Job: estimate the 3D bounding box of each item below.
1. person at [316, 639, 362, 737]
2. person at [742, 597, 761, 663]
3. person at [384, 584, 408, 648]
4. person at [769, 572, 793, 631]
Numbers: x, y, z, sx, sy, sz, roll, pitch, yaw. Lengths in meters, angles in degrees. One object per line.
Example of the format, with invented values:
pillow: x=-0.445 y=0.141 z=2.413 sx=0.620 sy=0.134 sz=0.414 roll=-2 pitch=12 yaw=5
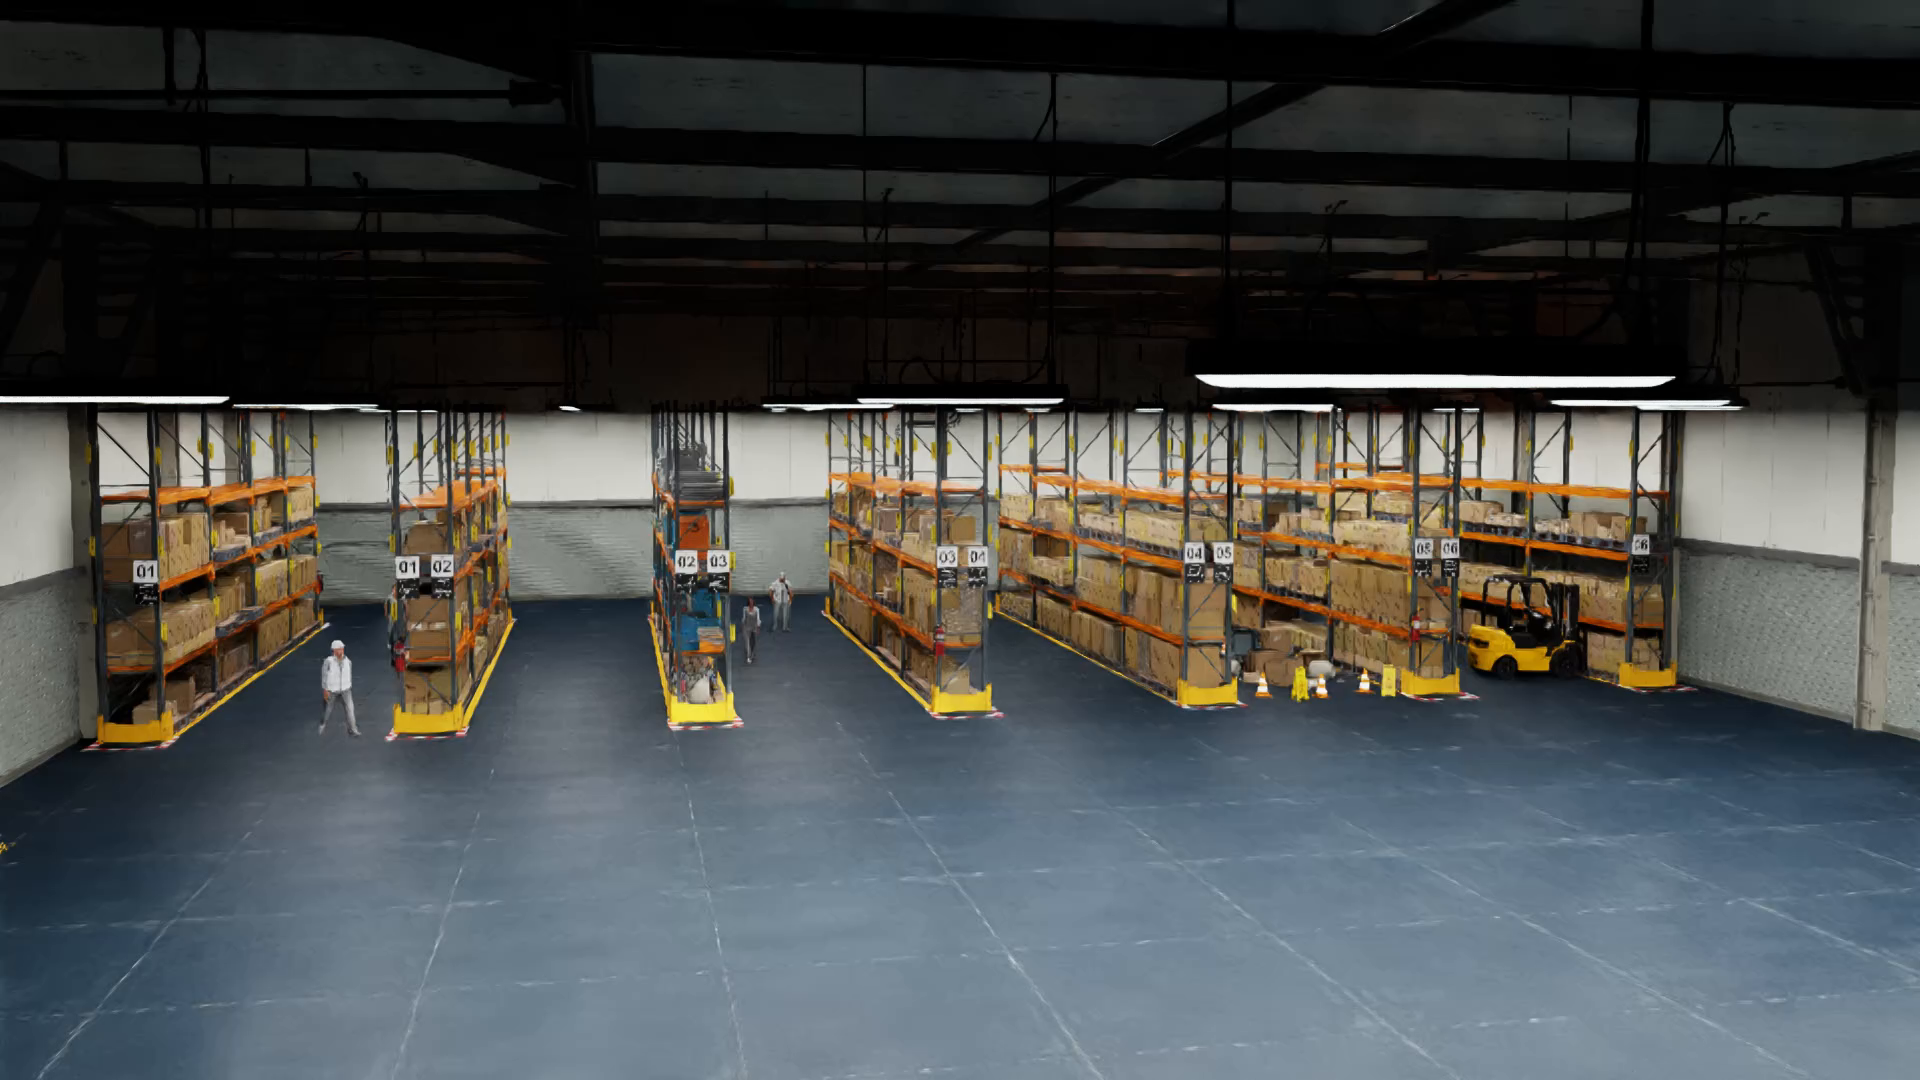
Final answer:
person: x=-11.063 y=2.629 z=29.516 sx=0.583 sy=1.747 sz=0.933 roll=-3 pitch=5 yaw=-38
person: x=-4.823 y=2.052 z=38.472 sx=0.415 sy=1.517 sz=1.041 roll=-1 pitch=4 yaw=-14
person: x=-13.757 y=1.863 z=40.599 sx=0.580 sy=1.617 sz=0.503 roll=-1 pitch=4 yaw=-13
person: x=-4.712 y=1.623 z=43.860 sx=0.625 sy=1.611 sz=0.582 roll=-1 pitch=4 yaw=-14
